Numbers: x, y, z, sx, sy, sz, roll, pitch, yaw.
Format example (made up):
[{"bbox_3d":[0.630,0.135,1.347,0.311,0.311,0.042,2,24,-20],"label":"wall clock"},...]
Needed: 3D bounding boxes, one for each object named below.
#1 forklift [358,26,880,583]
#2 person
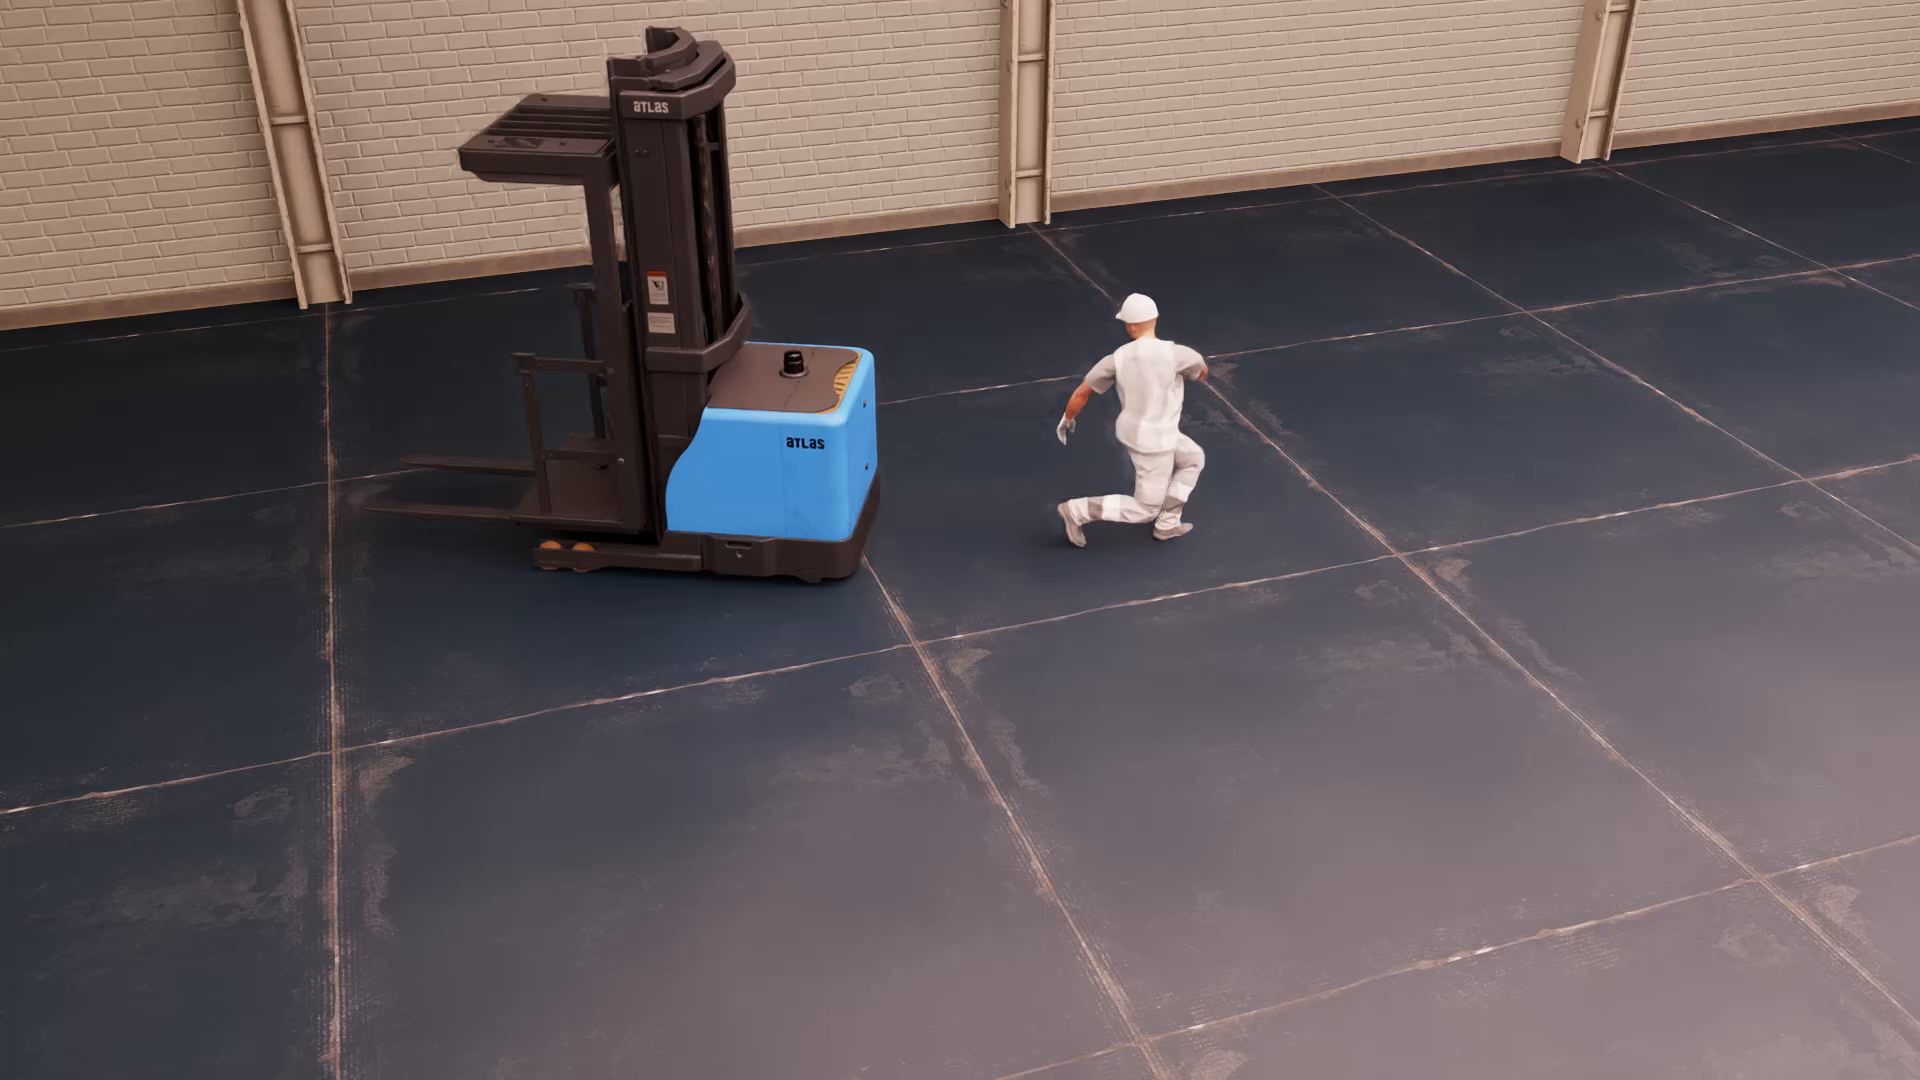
[{"bbox_3d":[-2.052,-1.338,9.413,3.031,2.935,1.130,4,30,6],"label":"forklift"},{"bbox_3d":[1.003,-0.678,9.717,0.928,1.540,0.670,-14,33,-23],"label":"person"}]
